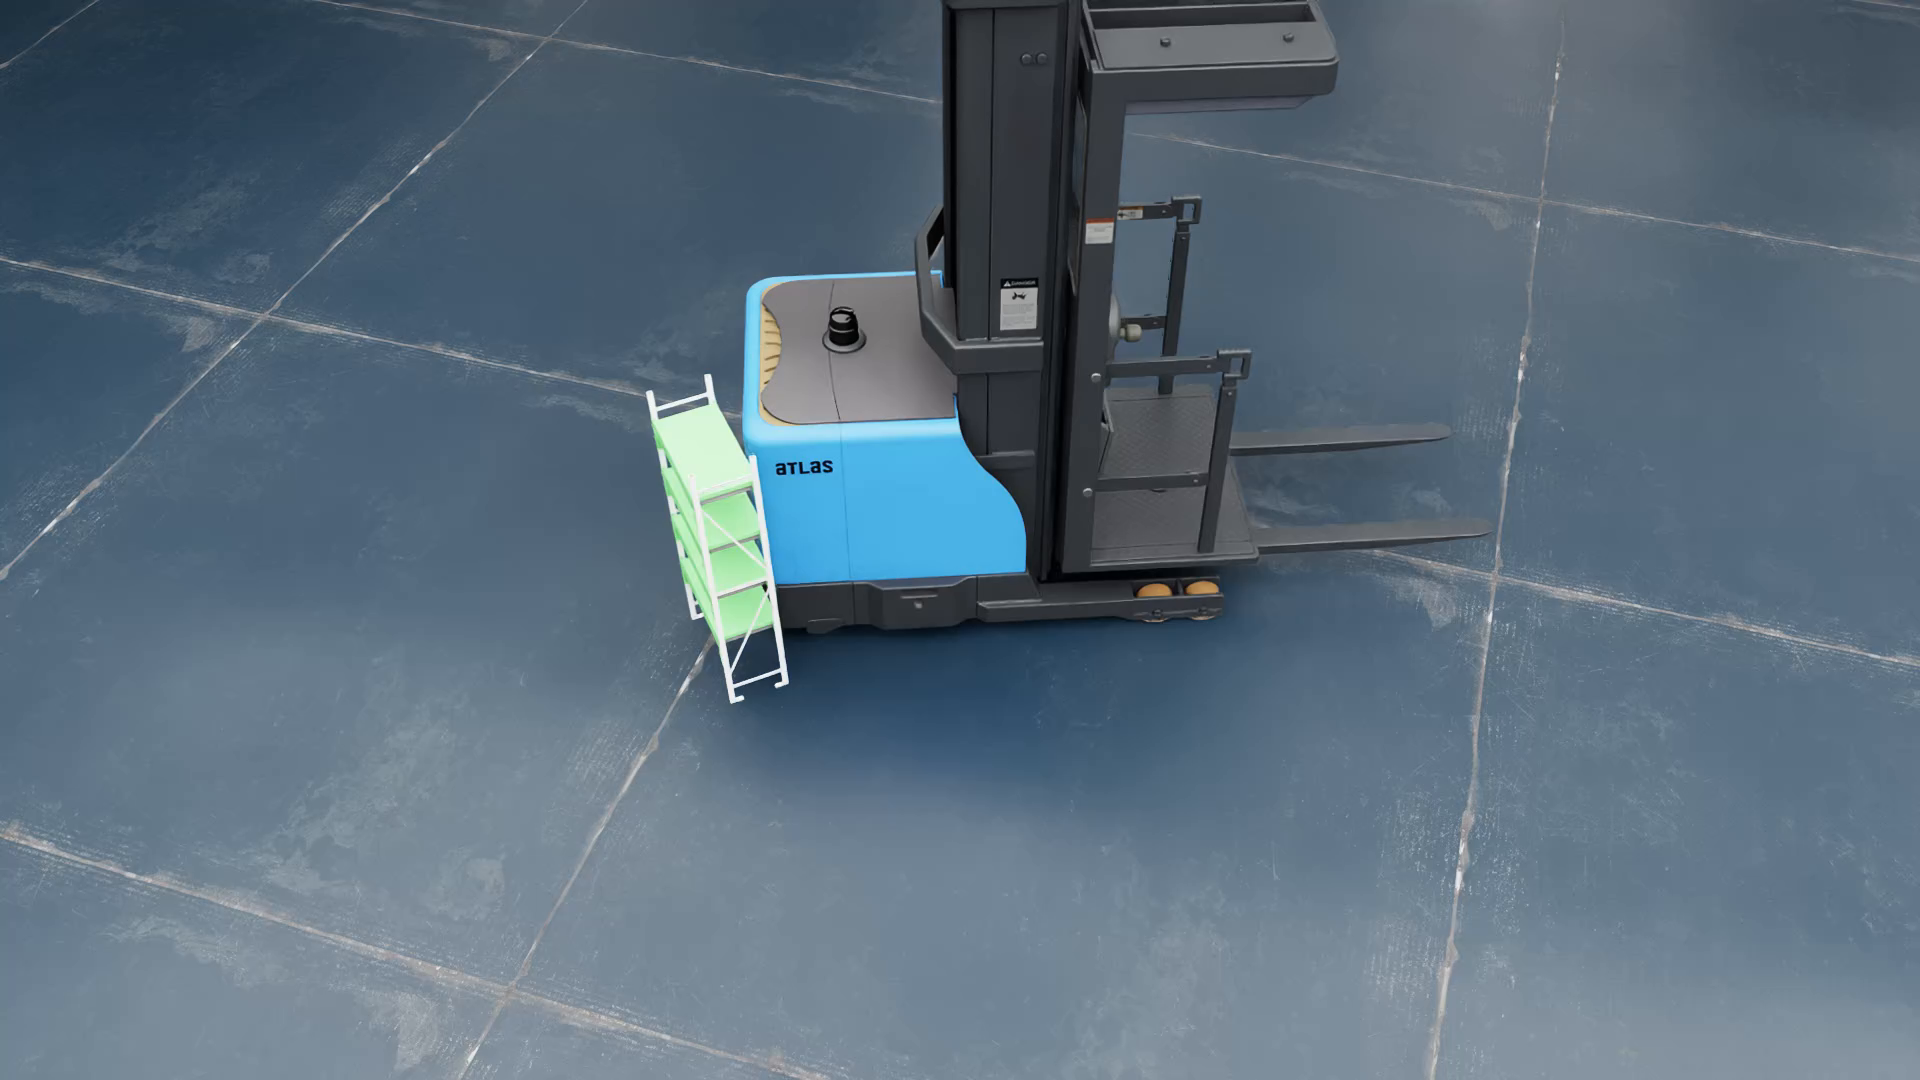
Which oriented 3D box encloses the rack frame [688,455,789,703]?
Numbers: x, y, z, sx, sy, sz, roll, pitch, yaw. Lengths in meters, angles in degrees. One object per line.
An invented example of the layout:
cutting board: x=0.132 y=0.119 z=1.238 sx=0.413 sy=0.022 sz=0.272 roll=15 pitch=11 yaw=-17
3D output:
rack frame: x=-0.801 y=0.173 z=6.110 sx=0.240 sy=1.200 sz=0.015 roll=-19 pitch=47 yaw=-16

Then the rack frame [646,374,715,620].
rack frame: x=-1.003 y=-0.138 z=6.428 sx=0.240 sy=1.200 sz=0.015 roll=-19 pitch=47 yaw=-16

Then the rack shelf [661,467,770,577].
rack shelf: x=-0.906 y=-0.107 z=6.144 sx=0.258 sy=0.148 sz=0.480 roll=-19 pitch=47 yaw=-16

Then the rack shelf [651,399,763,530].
rack shelf: x=-0.911 y=-0.277 z=5.975 sx=0.258 sy=0.148 sz=0.480 roll=-19 pitch=47 yaw=-16

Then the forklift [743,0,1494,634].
forklift: x=0.672 y=-1.079 z=6.156 sx=3.031 sy=2.935 sz=1.130 roll=-3 pitch=44 yaw=-3

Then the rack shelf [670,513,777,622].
rack shelf: x=-0.901 y=0.063 z=6.314 sx=0.258 sy=0.148 sz=0.480 roll=-19 pitch=47 yaw=-16

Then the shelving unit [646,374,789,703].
shelving unit: x=-0.902 y=0.017 z=6.269 sx=0.258 sy=1.200 sz=0.503 roll=-19 pitch=47 yaw=-16

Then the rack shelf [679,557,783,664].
rack shelf: x=-0.895 y=0.233 z=6.483 sx=0.258 sy=0.148 sz=0.480 roll=-19 pitch=47 yaw=-16
